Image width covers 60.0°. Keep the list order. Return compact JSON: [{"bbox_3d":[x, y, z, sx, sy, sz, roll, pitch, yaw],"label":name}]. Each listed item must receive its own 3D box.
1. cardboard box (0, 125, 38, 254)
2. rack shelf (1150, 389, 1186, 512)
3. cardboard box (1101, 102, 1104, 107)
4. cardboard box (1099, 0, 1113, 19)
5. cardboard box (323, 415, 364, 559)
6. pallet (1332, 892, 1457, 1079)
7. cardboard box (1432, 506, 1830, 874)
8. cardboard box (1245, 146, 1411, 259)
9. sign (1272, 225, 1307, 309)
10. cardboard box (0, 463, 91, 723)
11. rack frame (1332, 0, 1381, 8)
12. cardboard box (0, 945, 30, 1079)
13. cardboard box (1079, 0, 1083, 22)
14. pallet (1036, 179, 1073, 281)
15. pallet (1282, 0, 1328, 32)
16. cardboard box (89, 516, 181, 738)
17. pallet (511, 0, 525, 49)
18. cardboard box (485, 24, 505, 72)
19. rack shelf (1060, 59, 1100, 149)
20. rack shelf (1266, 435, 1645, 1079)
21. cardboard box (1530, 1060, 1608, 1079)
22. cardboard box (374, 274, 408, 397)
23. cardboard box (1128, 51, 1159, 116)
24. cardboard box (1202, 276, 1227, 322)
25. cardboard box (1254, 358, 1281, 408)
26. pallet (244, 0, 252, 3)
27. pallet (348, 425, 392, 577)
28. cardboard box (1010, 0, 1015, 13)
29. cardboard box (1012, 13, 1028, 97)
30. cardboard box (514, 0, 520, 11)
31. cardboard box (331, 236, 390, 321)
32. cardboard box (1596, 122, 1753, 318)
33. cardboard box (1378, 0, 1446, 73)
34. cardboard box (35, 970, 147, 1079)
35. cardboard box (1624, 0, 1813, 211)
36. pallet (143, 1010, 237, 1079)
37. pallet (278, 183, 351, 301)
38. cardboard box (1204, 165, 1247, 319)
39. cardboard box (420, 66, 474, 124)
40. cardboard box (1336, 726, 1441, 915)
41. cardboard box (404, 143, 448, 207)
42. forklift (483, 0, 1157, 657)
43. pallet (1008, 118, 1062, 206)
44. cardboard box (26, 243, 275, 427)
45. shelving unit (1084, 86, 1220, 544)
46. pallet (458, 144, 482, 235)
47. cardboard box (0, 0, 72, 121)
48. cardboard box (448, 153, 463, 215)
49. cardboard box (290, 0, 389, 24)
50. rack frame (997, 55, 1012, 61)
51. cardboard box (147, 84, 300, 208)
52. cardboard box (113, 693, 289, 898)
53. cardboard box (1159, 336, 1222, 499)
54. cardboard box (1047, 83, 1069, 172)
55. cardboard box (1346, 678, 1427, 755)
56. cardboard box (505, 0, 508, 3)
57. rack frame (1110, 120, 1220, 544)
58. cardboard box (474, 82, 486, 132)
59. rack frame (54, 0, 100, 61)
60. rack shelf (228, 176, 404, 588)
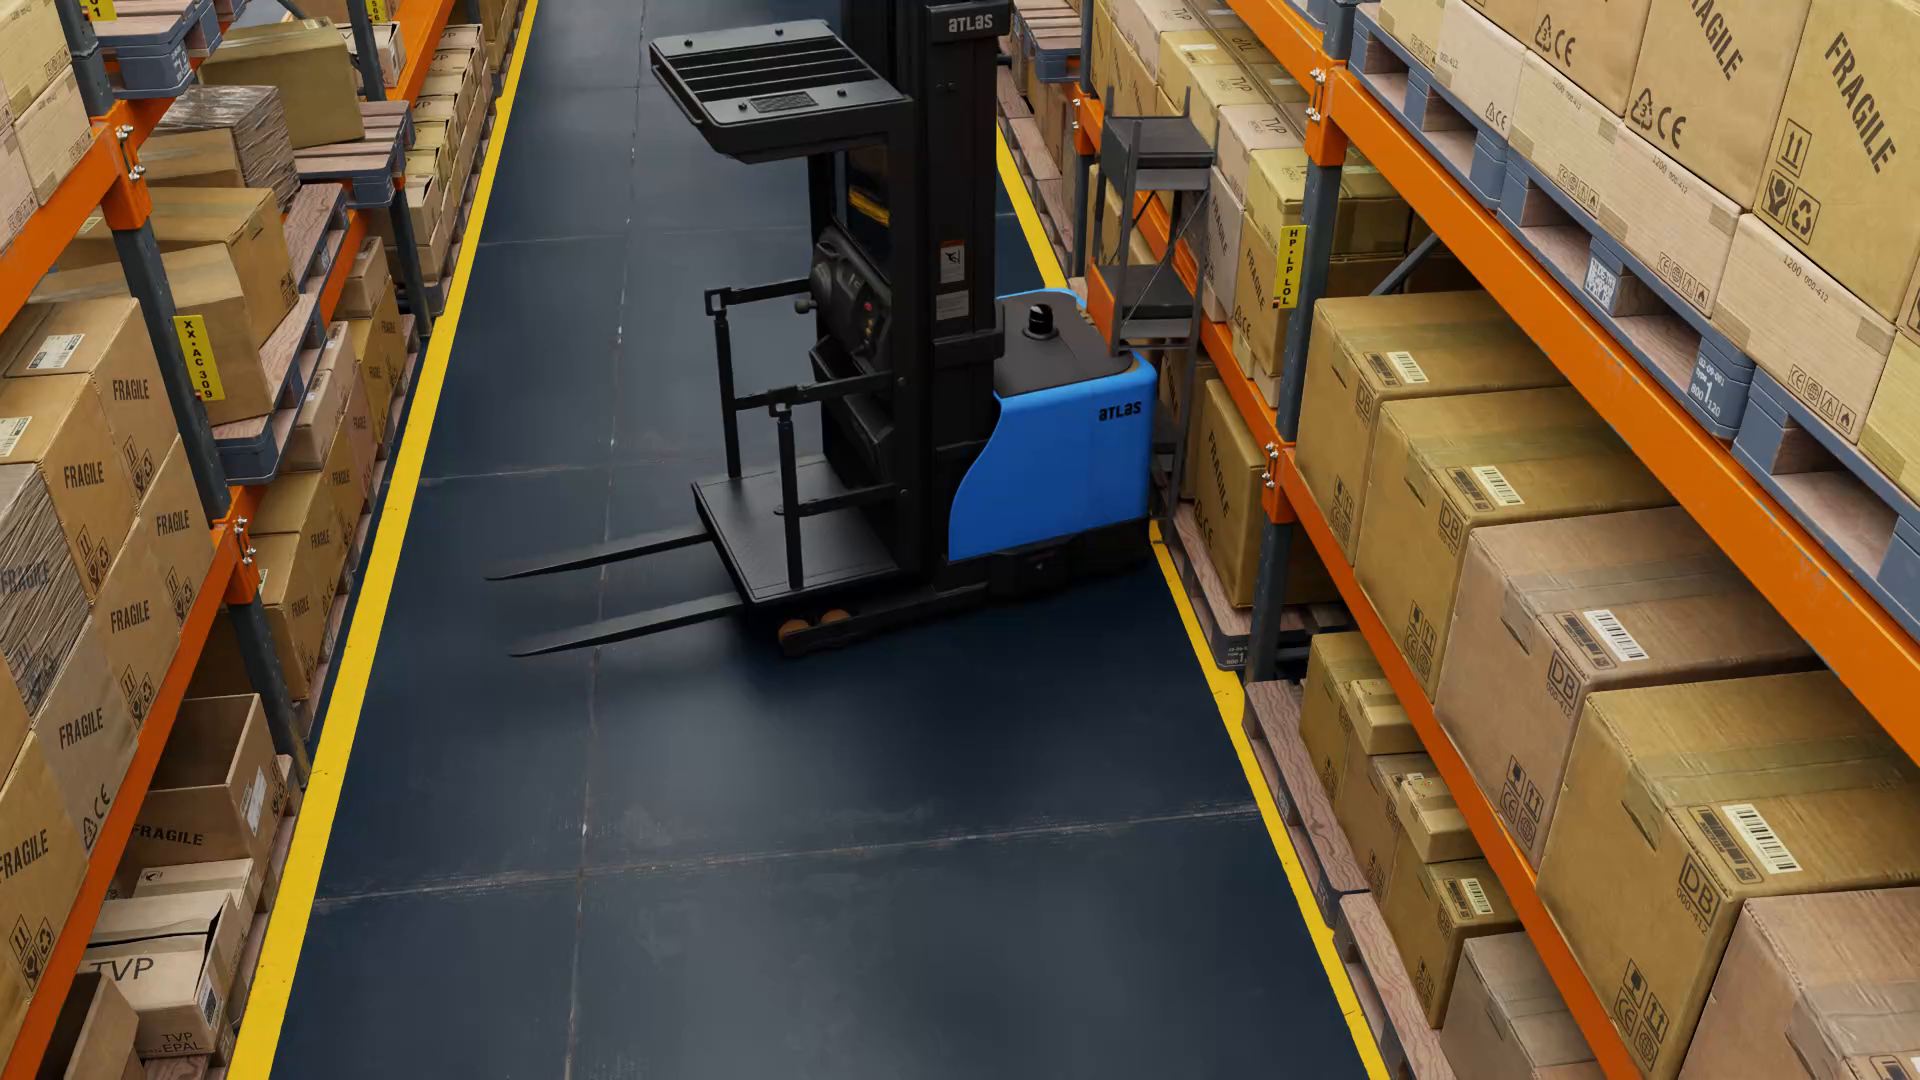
[{"bbox_3d":[-2.777,-0.868,4.330,0.500,0.250,0.500,-4,35,-6],"label":"cardboard box"},{"bbox_3d":[0.810,-0.393,8.126,0.431,0.518,0.480,-3,32,-9],"label":"rack shelf"},{"bbox_3d":[1.022,-2.534,9.511,0.380,0.149,0.250,-5,35,-7],"label":"cardboard box"},{"bbox_3d":[1.017,-3.025,8.988,0.500,0.250,0.500,-4,34,-5],"label":"cardboard box"},{"bbox_3d":[-3.129,-0.235,7.761,0.500,0.500,0.500,-4,34,-6],"label":"cardboard box"},{"bbox_3d":[1.938,1.666,5.618,1.003,0.211,1.213,-4,35,-6],"label":"pallet"},{"bbox_3d":[2.003,0.394,4.742,0.980,0.700,0.700,-6,35,-9],"label":"cardboard box"},{"bbox_3d":[1.429,-1.323,6.491,0.500,0.250,0.500,-4,34,-5],"label":"cardboard box"},{"bbox_3d":[1.209,-0.998,6.093,0.100,0.325,0.005,-4,35,-6],"label":"sign"},{"bbox_3d":[-2.699,0.153,4.385,0.500,0.500,0.500,-4,34,-6],"label":"cardboard box"},{"bbox_3d":[1.746,-3.078,4.776,1.000,3.000,0.127,-4,35,-6],"label":"rack frame"},{"bbox_3d":[-2.562,1.134,3.834,0.500,0.500,0.500,-4,35,-7],"label":"cardboard box"},{"bbox_3d":[1.134,-3.316,9.972,0.700,0.500,0.500,-8,35,-12],"label":"cardboard box"},{"bbox_3d":[1.104,-2.115,11.166,1.003,0.211,1.213,-4,35,-6],"label":"pallet"},{"bbox_3d":[1.573,-2.267,6.420,0.805,0.209,1.217,-6,35,-8],"label":"pallet"},{"bbox_3d":[-2.770,0.284,5.081,0.500,0.500,0.500,-3,34,-5],"label":"cardboard box"},{"bbox_3d":[-4.471,-4.663,14.905,1.003,0.211,1.213,-4,35,-6],"label":"pallet"},{"bbox_3d":[-4.001,-4.005,13.532,0.500,0.250,0.500,-4,35,-6],"label":"cardboard box"},{"bbox_3d":[0.939,-3.650,11.581,1.077,0.370,4.000,-4,35,-6],"label":"rack shelf"},{"bbox_3d":[2.014,0.814,5.030,1.077,0.370,4.000,-4,35,-6],"label":"rack shelf"},{"bbox_3d":[2.023,1.830,4.747,0.700,0.500,0.500,-4,35,-7],"label":"cardboard box"},{"bbox_3d":[-3.342,-1.099,9.027,0.500,0.500,0.500,-3,34,-5],"label":"cardboard box"},{"bbox_3d":[1.146,-2.143,8.361,0.500,0.500,0.500,-5,35,-7],"label":"cardboard box"},{"bbox_3d":[1.278,-1.101,7.407,0.380,0.149,0.250,-4,35,-6],"label":"cardboard box"},{"bbox_3d":[1.420,-0.671,6.776,0.380,0.149,0.250,-4,34,-6],"label":"cardboard box"},{"bbox_3d":[-3.323,-2.331,6.511,1.213,0.211,1.003,-4,35,-6],"label":"pallet"},{"bbox_3d":[-3.477,-0.203,8.360,1.003,0.211,1.213,-4,35,-6],"label":"pallet"},{"bbox_3d":[0.490,-4.788,14.442,0.500,0.500,0.500,-7,35,-10],"label":"cardboard box"},{"bbox_3d":[0.785,-3.803,12.995,0.700,0.500,0.500,-3,34,-5],"label":"cardboard box"},{"bbox_3d":[-4.198,-4.842,14.761,0.500,0.250,0.500,-4,35,-6],"label":"cardboard box"},{"bbox_3d":[-3.330,-1.377,8.771,0.500,0.250,0.500,-3,34,-5],"label":"cardboard box"},{"bbox_3d":[1.776,-0.728,3.663,0.500,0.250,0.500,-5,35,-8],"label":"cardboard box"},{"bbox_3d":[1.577,-1.586,4.921,0.500,0.250,0.500,-4,35,-7],"label":"cardboard box"},{"bbox_3d":[-2.905,1.676,4.953,0.797,0.503,0.637,-4,35,-6],"label":"cardboard box"},{"bbox_3d":[1.780,-1.027,3.436,0.500,0.500,0.500,-6,35,-8],"label":"cardboard box"},{"bbox_3d":[-2.904,1.996,5.133,1.003,0.211,1.213,-4,35,-6],"label":"pallet"},{"bbox_3d":[-3.434,-1.290,7.649,1.003,0.211,1.213,-4,35,-6],"label":"pallet"},{"bbox_3d":[1.355,-1.294,7.114,0.500,0.500,0.500,-4,34,-6],"label":"cardboard box"},{"bbox_3d":[-3.759,-3.182,11.827,0.500,0.311,0.500,-4,35,-7],"label":"cardboard box"},{"bbox_3d":[1.809,0.966,6.015,0.700,0.500,0.500,-5,35,-7],"label":"cardboard box"},{"bbox_3d":[-3.559,-2.330,10.576,0.500,0.311,0.500,-5,35,-8],"label":"cardboard box"},{"bbox_3d":[-0.661,-1.025,7.151,3.031,2.935,1.130,-13,36,-18],"label":"forklift"},{"bbox_3d":[0.943,-2.794,12.163,1.003,0.211,1.213,-4,35,-6],"label":"pallet"},{"bbox_3d":[-3.005,-0.718,6.178,0.700,0.500,0.500,-16,37,-22],"label":"cardboard box"},{"bbox_3d":[0.841,-0.999,7.752,0.431,2.100,0.503,-3,32,-9],"label":"shelving unit"},{"bbox_3d":[-3.933,-2.443,11.648,1.003,0.211,1.213,-4,35,-6],"label":"pallet"},{"bbox_3d":[-2.828,-1.355,4.600,0.500,0.250,0.500,-4,35,-6],"label":"cardboard box"},{"bbox_3d":[-3.624,-2.376,11.141,0.500,0.250,0.500,-5,35,-8],"label":"cardboard box"},{"bbox_3d":[-3.942,-3.430,10.531,0.500,0.500,0.500,-6,35,-9],"label":"cardboard box"},{"bbox_3d":[0.670,-5.063,13.016,1.000,3.000,0.127,-4,35,-6],"label":"rack frame"},{"bbox_3d":[-3.570,-1.801,7.767,0.700,0.500,0.500,2,34,3],"label":"cardboard box"},{"bbox_3d":[-2.805,0.926,6.057,0.500,0.500,0.500,-4,35,-6],"label":"cardboard box"},{"bbox_3d":[1.407,-0.733,8.198,0.750,0.750,0.750,-3,34,-5],"label":"cardboard box"},{"bbox_3d":[1.010,-2.949,11.743,0.700,0.500,0.500,-5,35,-7],"label":"cardboard box"},{"bbox_3d":[1.610,0.622,5.944,0.380,0.149,0.250,-3,34,-5],"label":"cardboard box"},{"bbox_3d":[-4.125,-4.874,14.141,0.500,0.500,0.500,-4,35,-6],"label":"cardboard box"},{"bbox_3d":[0.879,-0.871,7.548,0.400,2.100,0.015,-3,32,-9],"label":"rack frame"},{"bbox_3d":[-3.829,-3.231,12.397,0.500,0.250,0.500,-5,35,-7],"label":"cardboard box"},{"bbox_3d":[-3.163,-2.701,4.222,1.000,3.000,0.127,-4,35,-6],"label":"rack frame"},{"bbox_3d":[-3.432,-1.040,7.752,1.077,0.370,4.000,-4,35,-6],"label":"rack shelf"}]
